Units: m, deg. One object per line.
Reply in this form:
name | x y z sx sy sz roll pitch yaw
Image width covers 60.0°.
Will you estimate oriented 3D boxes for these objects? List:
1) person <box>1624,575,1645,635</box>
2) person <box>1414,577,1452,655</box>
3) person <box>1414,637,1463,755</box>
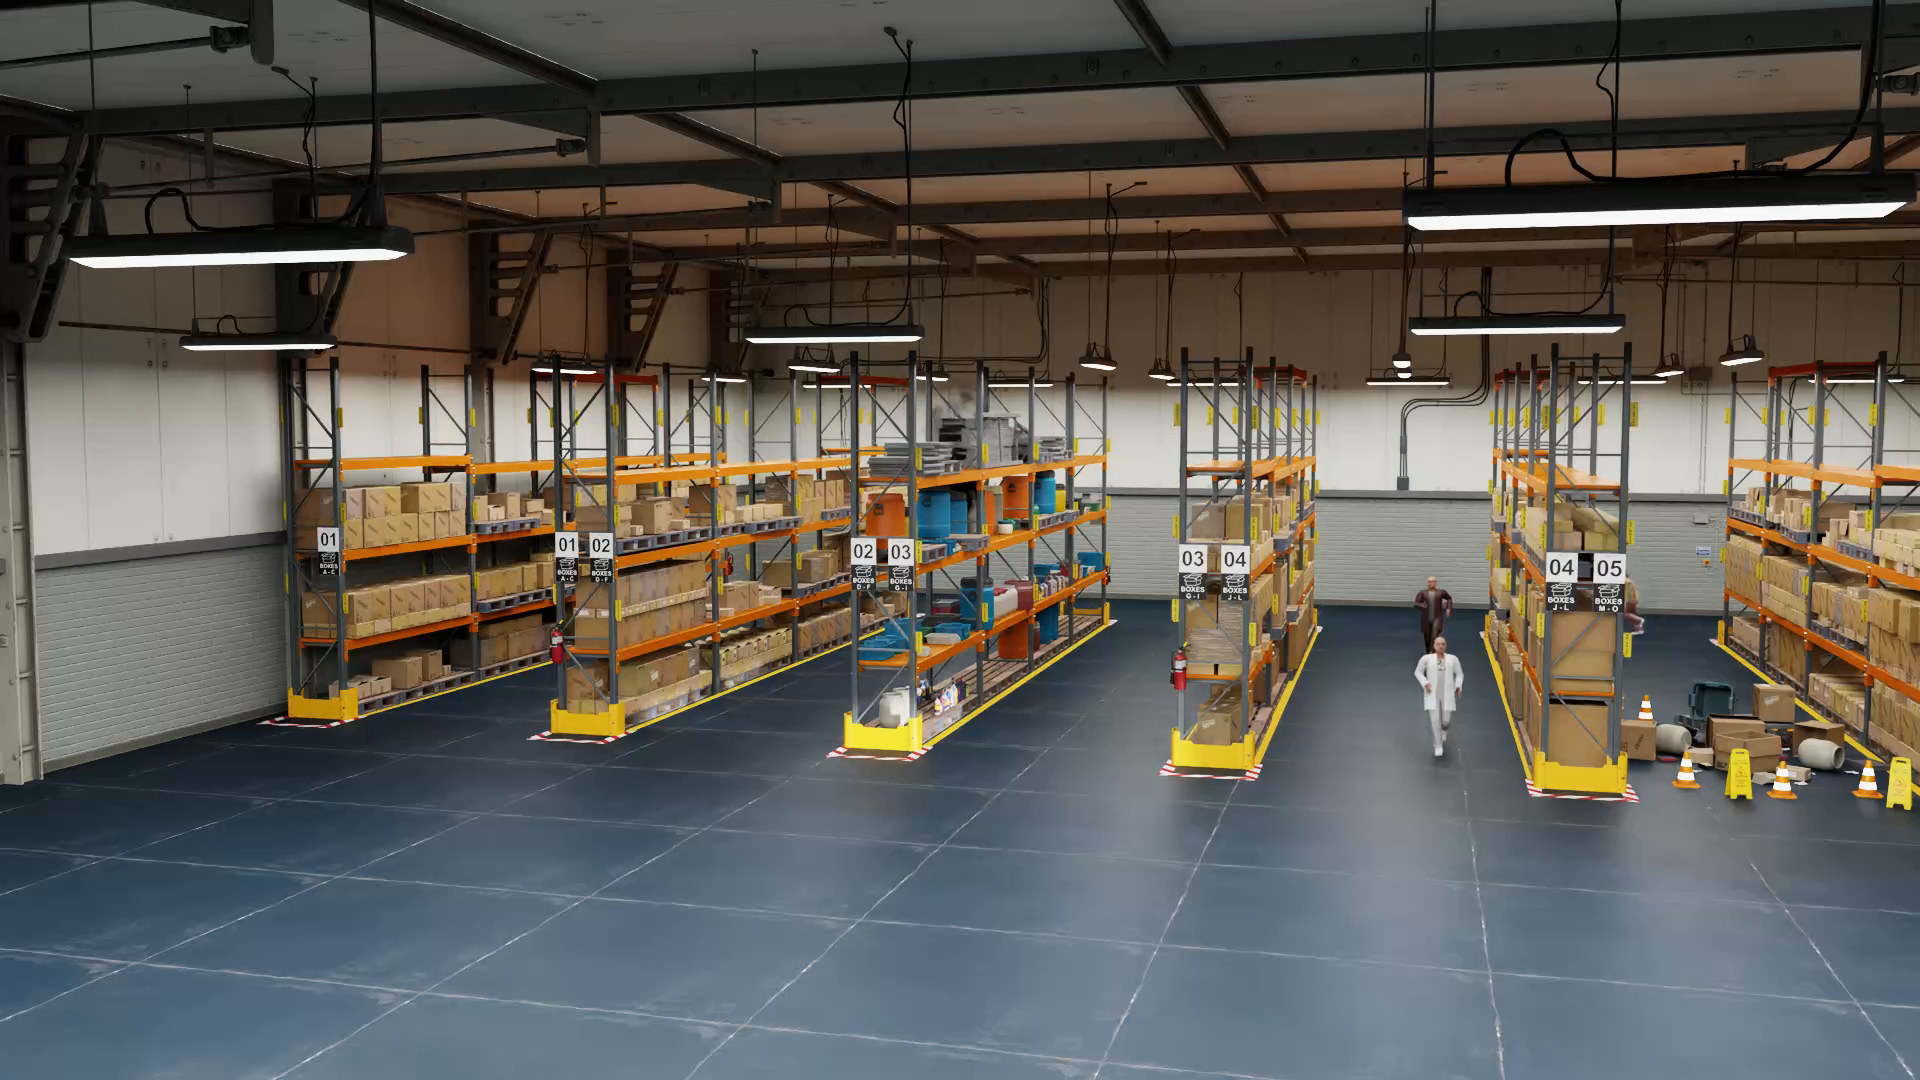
person | 15.443 1.433 38.464 0.762 1.520 0.590 2 4 21
person | 9.547 1.628 33.633 0.730 1.764 1.110 2 5 24
person | 7.160 2.322 24.860 0.712 1.739 0.581 1 4 11
